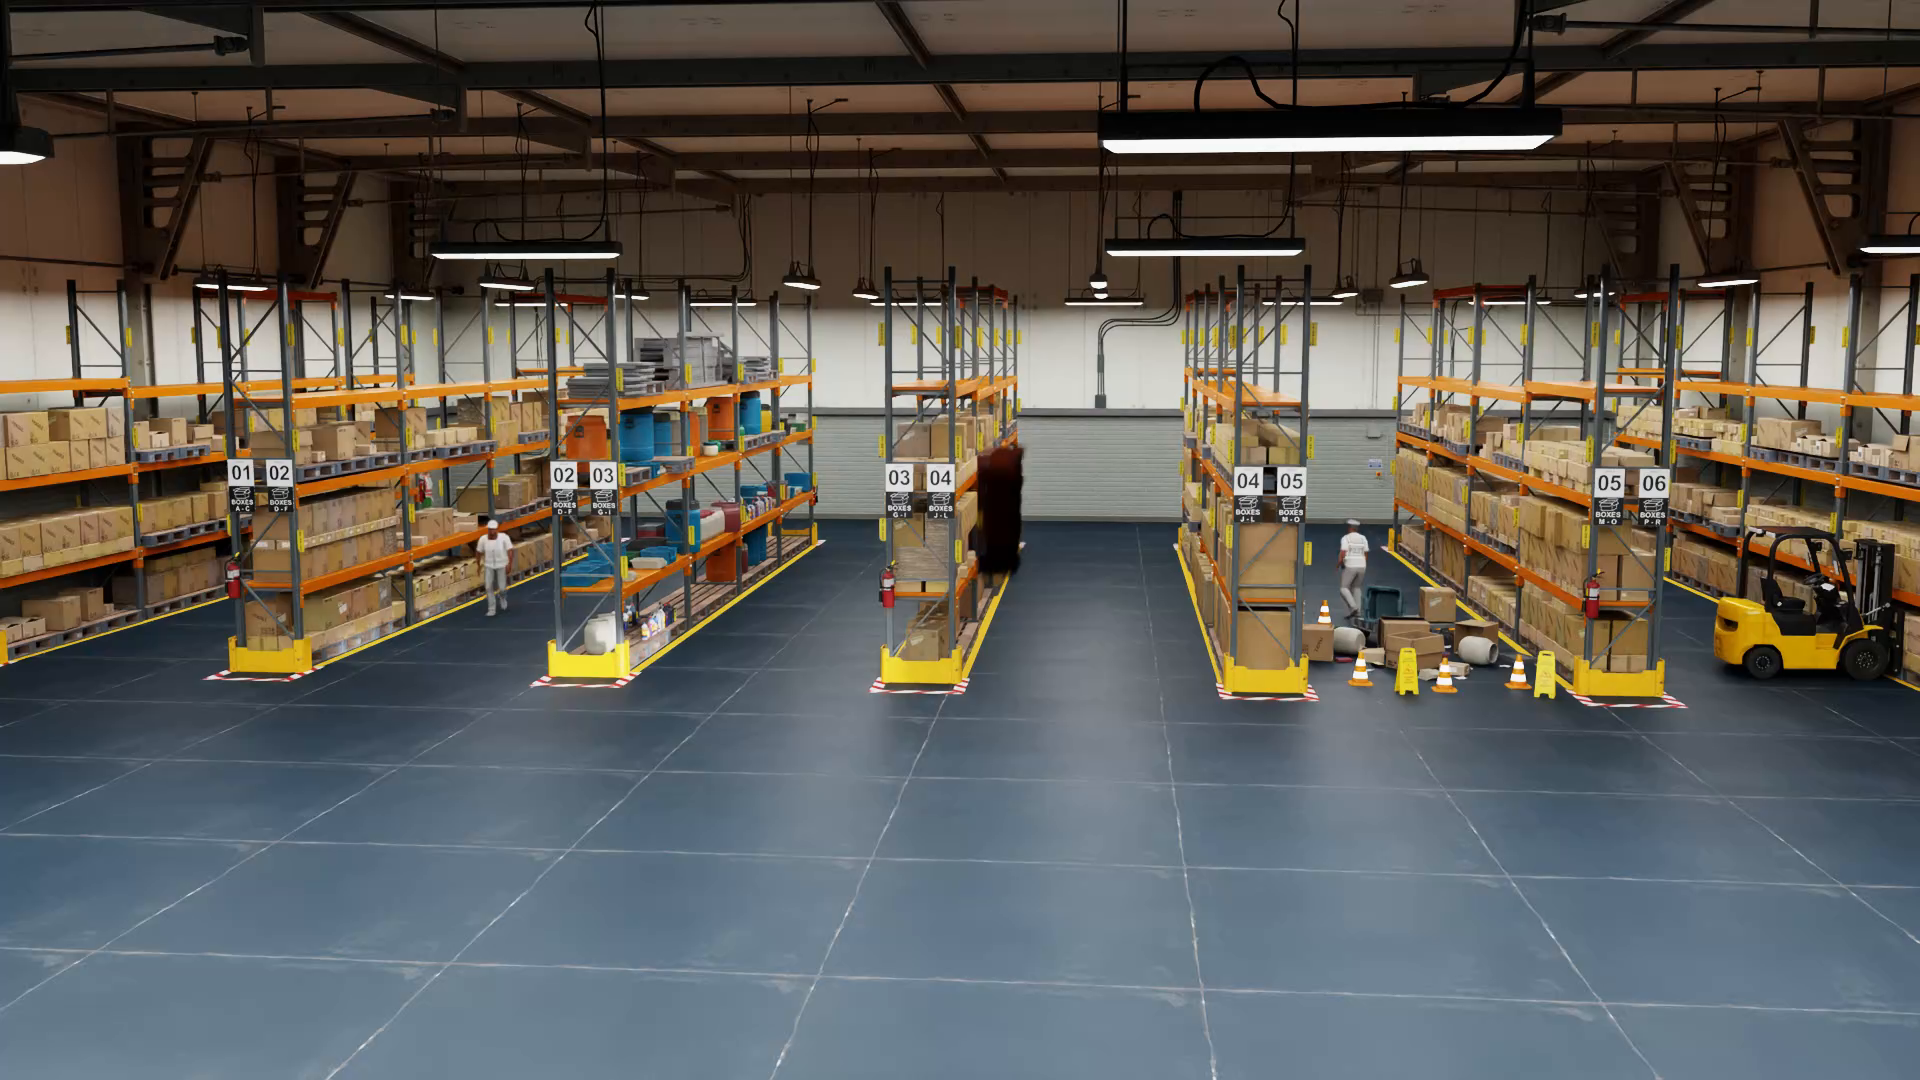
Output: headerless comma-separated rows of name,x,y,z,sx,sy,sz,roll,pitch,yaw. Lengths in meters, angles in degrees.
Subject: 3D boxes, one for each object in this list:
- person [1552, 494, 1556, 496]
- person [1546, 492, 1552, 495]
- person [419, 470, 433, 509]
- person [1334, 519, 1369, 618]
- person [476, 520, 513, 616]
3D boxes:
person,12.848,-0.159,35.829,0.495,1.641,0.465,-4,8,-31
person,15.226,-1.051,42.820,0.453,1.679,0.489,-1,7,-11
person,-13.761,-1.080,42.640,0.490,1.788,0.581,1,7,5
person,7.102,0.521,29.939,0.610,1.741,0.589,-3,7,-20
person,-8.443,0.482,30.205,0.659,1.744,0.657,-1,7,-6
